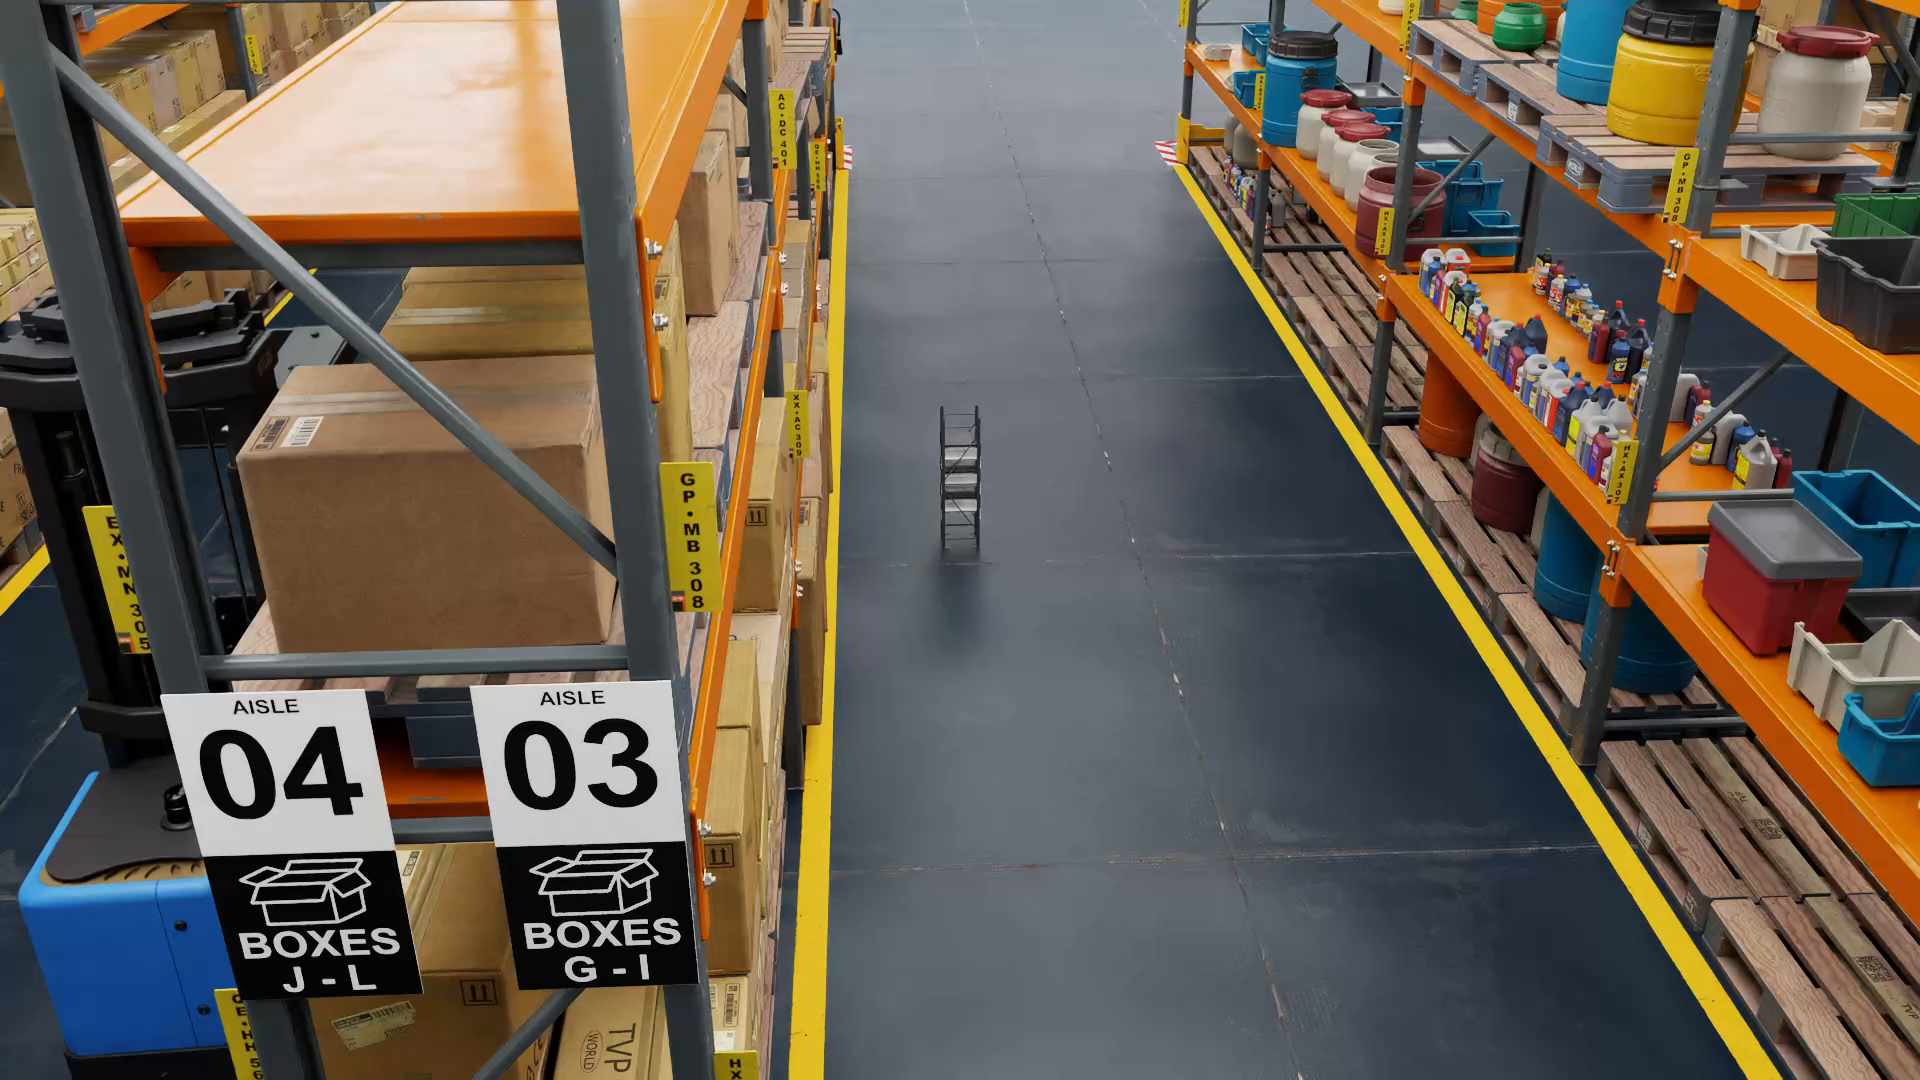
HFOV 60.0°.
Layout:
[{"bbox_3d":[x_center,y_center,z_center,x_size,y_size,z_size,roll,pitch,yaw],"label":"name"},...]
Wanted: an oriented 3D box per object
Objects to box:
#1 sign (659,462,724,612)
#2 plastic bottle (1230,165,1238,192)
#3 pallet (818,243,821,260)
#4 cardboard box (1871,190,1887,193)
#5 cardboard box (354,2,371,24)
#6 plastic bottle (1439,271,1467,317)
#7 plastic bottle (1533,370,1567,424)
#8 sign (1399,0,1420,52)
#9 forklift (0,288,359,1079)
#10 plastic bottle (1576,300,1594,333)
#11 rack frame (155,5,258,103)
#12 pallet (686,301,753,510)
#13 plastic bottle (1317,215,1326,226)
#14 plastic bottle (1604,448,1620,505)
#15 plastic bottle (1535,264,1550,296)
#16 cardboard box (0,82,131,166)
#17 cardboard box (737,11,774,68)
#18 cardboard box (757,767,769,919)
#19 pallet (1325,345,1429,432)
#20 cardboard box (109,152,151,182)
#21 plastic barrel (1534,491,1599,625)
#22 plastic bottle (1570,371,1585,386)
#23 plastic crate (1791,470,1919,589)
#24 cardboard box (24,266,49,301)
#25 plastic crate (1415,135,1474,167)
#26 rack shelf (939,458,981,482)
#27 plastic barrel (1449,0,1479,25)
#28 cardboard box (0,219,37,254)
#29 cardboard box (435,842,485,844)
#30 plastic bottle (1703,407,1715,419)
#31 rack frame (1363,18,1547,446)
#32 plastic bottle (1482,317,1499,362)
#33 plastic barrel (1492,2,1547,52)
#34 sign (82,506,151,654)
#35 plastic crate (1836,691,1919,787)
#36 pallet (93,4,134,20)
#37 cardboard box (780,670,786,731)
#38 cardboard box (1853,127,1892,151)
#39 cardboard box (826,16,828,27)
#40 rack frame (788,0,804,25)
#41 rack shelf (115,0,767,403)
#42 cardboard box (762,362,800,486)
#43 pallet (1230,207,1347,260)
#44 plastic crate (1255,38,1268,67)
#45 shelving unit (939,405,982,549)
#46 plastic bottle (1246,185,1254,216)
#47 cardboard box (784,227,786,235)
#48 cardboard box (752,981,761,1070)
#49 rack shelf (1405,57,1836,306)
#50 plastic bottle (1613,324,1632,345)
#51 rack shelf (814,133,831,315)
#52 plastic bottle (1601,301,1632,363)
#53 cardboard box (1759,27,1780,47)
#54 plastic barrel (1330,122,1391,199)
[{"bbox_3d":[-0.521,-0.002,3.236,0.100,0.325,0.005,-1,28,-3],"label":"sign"},{"bbox_3d":[2.836,-3.730,17.132,0.097,0.271,0.097,0,28,0],"label":"plastic bottle"},{"bbox_3d":[-1.773,-2.854,15.993,1.003,0.211,1.213,-1,28,-3],"label":"pallet"},{"bbox_3d":[8.498,-3.054,15.274,0.500,0.311,0.500,-1,28,-3],"label":"cardboard box"},{"bbox_3d":[-6.805,-5.451,17.796,0.875,0.550,0.550,-1,28,-3],"label":"cardboard box"},{"bbox_3d":[3.177,-1.577,10.664,0.152,0.276,0.135,-1,28,-3],"label":"plastic bottle"},{"bbox_3d":[3.266,-0.789,9.153,0.152,0.276,0.135,-1,28,-3],"label":"plastic bottle"},{"bbox_3d":[2.904,-3.320,10.742,0.100,0.325,0.005,-1,28,-3],"label":"sign"},{"bbox_3d":[-3.074,0.225,7.148,1.130,2.935,3.031,-3,28,-6],"label":"forklift"},{"bbox_3d":[3.925,-1.403,10.412,0.097,0.201,0.097,0,28,0],"label":"plastic bottle"},{"bbox_3d":[-6.661,-3.708,14.615,1.000,3.000,0.127,-1,28,-3],"label":"rack frame"},{"bbox_3d":[-1.192,-0.437,5.196,1.003,0.211,1.213,-1,28,-3],"label":"pallet"},{"bbox_3d":[3.515,-3.195,16.093,0.061,0.283,0.133,-1,28,-3],"label":"plastic bottle"},{"bbox_3d":[3.318,-0.325,8.264,0.152,0.276,0.135,-1,28,-3],"label":"plastic bottle"},{"bbox_3d":[3.888,-1.735,11.047,0.097,0.201,0.097,0,28,0],"label":"plastic bottle"},{"bbox_3d":[-6.522,-3.026,12.119,0.700,0.500,0.500,-2,28,-3],"label":"cardboard box"},{"bbox_3d":[-1.365,-2.553,8.591,0.797,0.503,0.637,-2,28,-3],"label":"cardboard box"},{"bbox_3d":[-0.887,0.995,5.438,0.500,0.250,0.500,-2,28,-4],"label":"cardboard box"},{"bbox_3d":[3.451,-1.175,12.775,1.003,0.211,1.213,-1,28,-3],"label":"pallet"},{"bbox_3d":[-6.261,-2.586,12.357,0.500,0.500,0.500,-1,28,-3],"label":"cardboard box"},{"bbox_3d":[3.613,-0.040,9.399,0.600,0.901,0.708,-1,28,-3],"label":"plastic barrel"},{"bbox_3d":[3.389,-0.798,9.176,0.097,0.271,0.097,0,28,0],"label":"plastic bottle"},{"bbox_3d":[4.027,-0.018,7.493,0.392,0.384,0.575,-1,28,-3],"label":"plastic crate"},{"bbox_3d":[-5.956,-1.604,10.399,0.380,0.149,0.250,-1,28,-3],"label":"cardboard box"},{"bbox_3d":[3.674,-2.835,12.873,0.402,0.464,0.583,-1,28,-3],"label":"plastic crate"},{"bbox_3d":[0.000,-0.445,10.508,0.258,0.077,0.200,-1,28,-3],"label":"rack shelf"},{"bbox_3d":[3.389,-3.427,11.001,0.294,0.245,0.294,0,28,0],"label":"plastic barrel"},{"bbox_3d":[-5.958,-1.868,10.261,0.380,0.149,0.250,-2,28,-3],"label":"cardboard box"},{"bbox_3d":[-1.419,1.009,5.412,0.500,0.250,0.500,-2,28,-4],"label":"cardboard box"},{"bbox_3d":[4.015,-0.609,8.889,0.097,0.201,0.097,0,28,0],"label":"plastic bottle"},{"bbox_3d":[3.453,-2.053,11.443,1.000,3.000,0.127,-1,28,-3],"label":"rack frame"},{"bbox_3d":[3.192,-1.201,9.948,0.097,0.271,0.097,0,28,0],"label":"plastic bottle"},{"bbox_3d":[3.279,-3.005,9.739,0.294,0.245,0.294,0,28,0],"label":"plastic barrel"},{"bbox_3d":[-1.618,0.080,3.237,0.100,0.325,0.005,-1,28,-3],"label":"sign"},{"bbox_3d":[3.507,0.747,6.191,0.416,0.233,0.300,-1,28,-3],"label":"plastic crate"},{"bbox_3d":[-6.600,-3.919,11.981,1.003,0.211,1.213,0,28,0],"label":"pallet"},{"bbox_3d":[-0.887,0.633,6.564,0.380,0.149,0.250,-1,28,-2],"label":"cardboard box"},{"bbox_3d":[8.033,-3.493,14.475,0.380,0.149,0.250,-1,28,-3],"label":"cardboard box"},{"bbox_3d":[-1.781,-5.090,16.835,0.875,0.500,0.500,-1,28,-3],"label":"cardboard box"},{"bbox_3d":[-1.493,-4.593,9.826,1.000,3.000,0.127,-1,28,-3],"label":"rack frame"},{"bbox_3d":[-1.180,-1.326,4.772,1.077,0.370,4.000,-1,28,-3],"label":"rack shelf"},{"bbox_3d":[-1.086,-0.581,8.513,0.500,0.500,0.500,-1,28,-3],"label":"cardboard box"},{"bbox_3d":[3.251,-2.975,16.226,1.003,0.211,1.213,-1,28,-3],"label":"pallet"},{"bbox_3d":[3.388,-5.158,17.556,0.499,0.251,0.408,-1,28,-3],"label":"plastic crate"},{"bbox_3d":[0.000,-0.395,10.535,0.258,0.900,0.210,-1,28,-3],"label":"shelving unit"},{"bbox_3d":[2.862,-3.344,16.380,0.061,0.283,0.133,0,28,1],"label":"plastic bottle"},{"bbox_3d":[-1.471,-2.085,10.310,0.797,0.503,0.637,0,28,-1],"label":"cardboard box"},{"bbox_3d":[-0.793,1.464,4.971,0.380,0.149,0.250,-2,28,-4],"label":"cardboard box"},{"bbox_3d":[3.557,-2.140,9.145,1.077,0.370,4.000,-1,28,-3],"label":"rack shelf"},{"bbox_3d":[3.916,-1.149,9.835,0.061,0.283,0.133,-1,28,-3],"label":"plastic bottle"},{"bbox_3d":[-1.598,-2.538,13.151,1.077,0.370,4.000,-1,28,-3],"label":"rack shelf"},{"bbox_3d":[3.926,-1.252,9.961,0.144,0.351,0.185,-1,28,-3],"label":"plastic bottle"},{"bbox_3d":[7.921,-4.827,15.952,0.380,0.149,0.250,-1,28,-3],"label":"cardboard box"},{"bbox_3d":[3.136,-2.975,13.063,0.433,0.535,0.433,0,28,0],"label":"plastic barrel"}]
